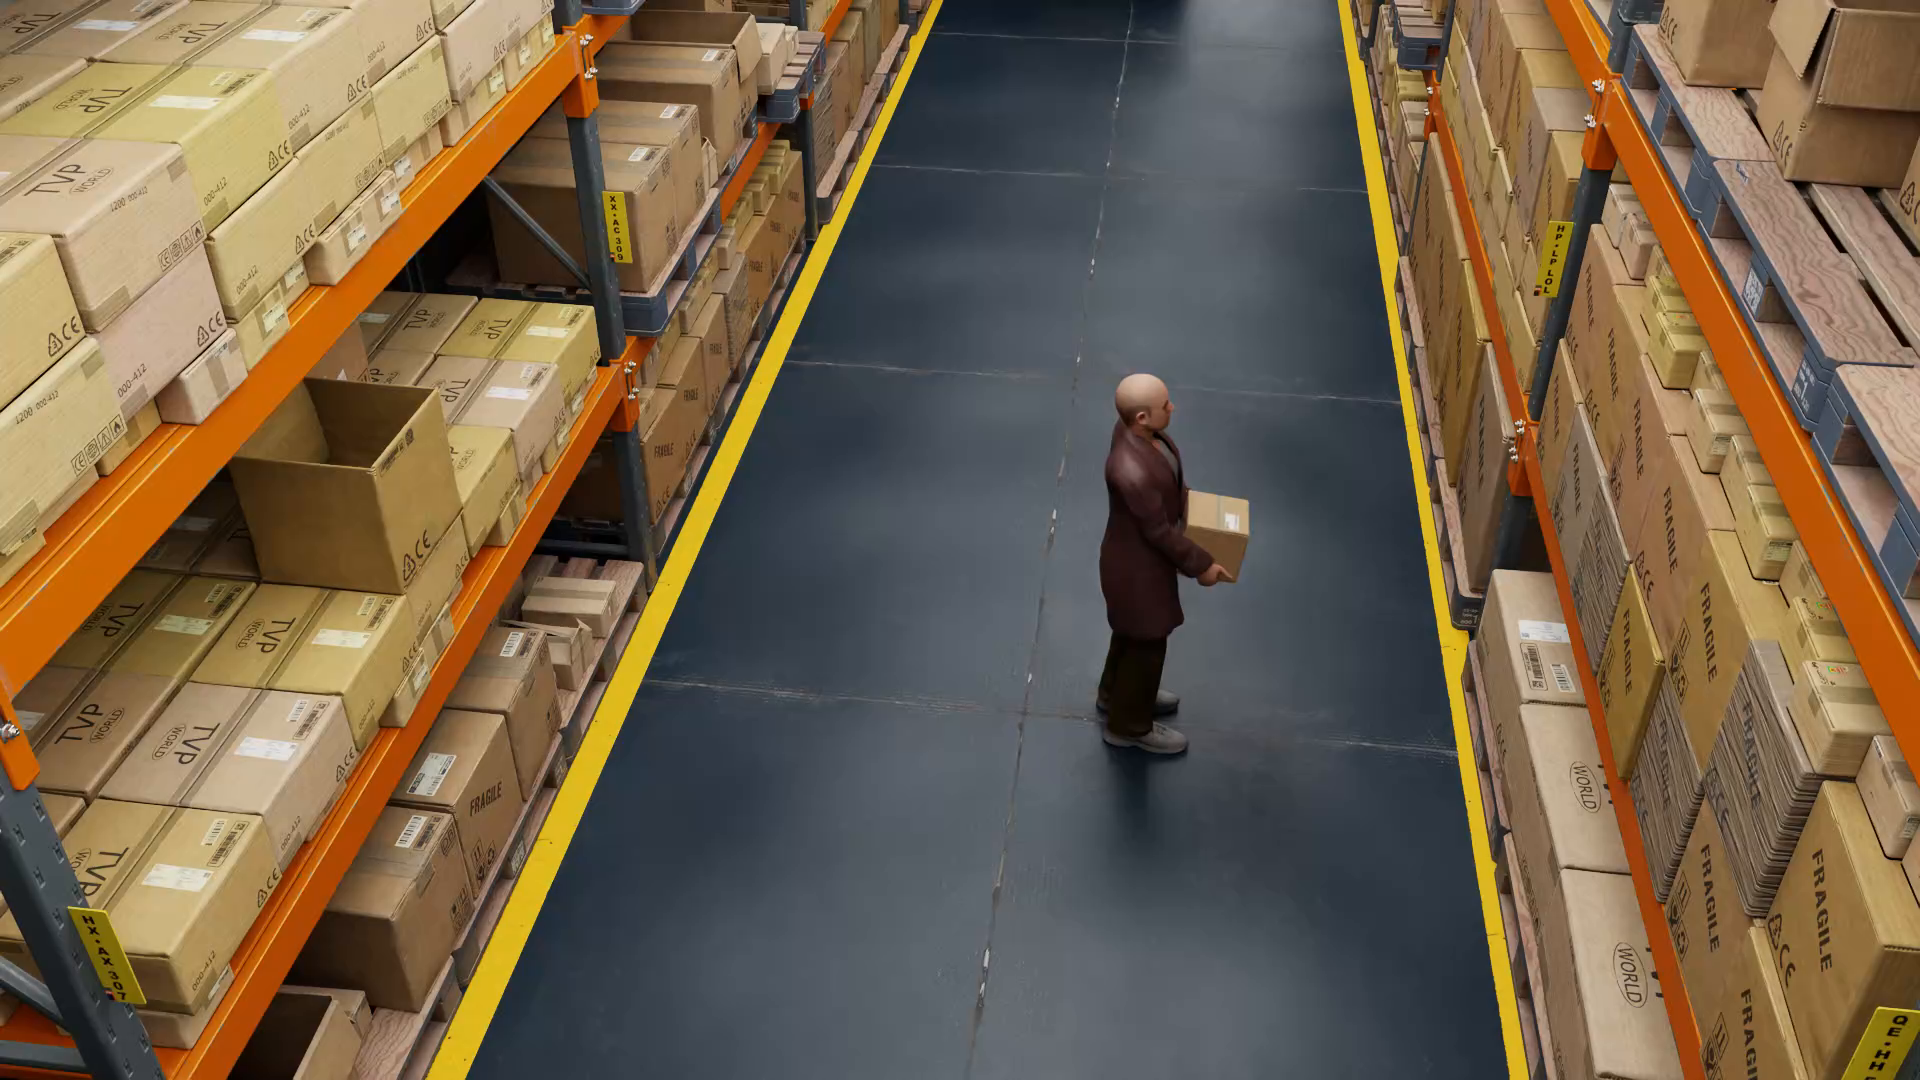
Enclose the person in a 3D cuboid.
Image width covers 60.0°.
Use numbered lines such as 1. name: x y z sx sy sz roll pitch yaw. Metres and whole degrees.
1. person: 0.852 0.105 6.911 0.543 1.778 0.522 4 36 6
